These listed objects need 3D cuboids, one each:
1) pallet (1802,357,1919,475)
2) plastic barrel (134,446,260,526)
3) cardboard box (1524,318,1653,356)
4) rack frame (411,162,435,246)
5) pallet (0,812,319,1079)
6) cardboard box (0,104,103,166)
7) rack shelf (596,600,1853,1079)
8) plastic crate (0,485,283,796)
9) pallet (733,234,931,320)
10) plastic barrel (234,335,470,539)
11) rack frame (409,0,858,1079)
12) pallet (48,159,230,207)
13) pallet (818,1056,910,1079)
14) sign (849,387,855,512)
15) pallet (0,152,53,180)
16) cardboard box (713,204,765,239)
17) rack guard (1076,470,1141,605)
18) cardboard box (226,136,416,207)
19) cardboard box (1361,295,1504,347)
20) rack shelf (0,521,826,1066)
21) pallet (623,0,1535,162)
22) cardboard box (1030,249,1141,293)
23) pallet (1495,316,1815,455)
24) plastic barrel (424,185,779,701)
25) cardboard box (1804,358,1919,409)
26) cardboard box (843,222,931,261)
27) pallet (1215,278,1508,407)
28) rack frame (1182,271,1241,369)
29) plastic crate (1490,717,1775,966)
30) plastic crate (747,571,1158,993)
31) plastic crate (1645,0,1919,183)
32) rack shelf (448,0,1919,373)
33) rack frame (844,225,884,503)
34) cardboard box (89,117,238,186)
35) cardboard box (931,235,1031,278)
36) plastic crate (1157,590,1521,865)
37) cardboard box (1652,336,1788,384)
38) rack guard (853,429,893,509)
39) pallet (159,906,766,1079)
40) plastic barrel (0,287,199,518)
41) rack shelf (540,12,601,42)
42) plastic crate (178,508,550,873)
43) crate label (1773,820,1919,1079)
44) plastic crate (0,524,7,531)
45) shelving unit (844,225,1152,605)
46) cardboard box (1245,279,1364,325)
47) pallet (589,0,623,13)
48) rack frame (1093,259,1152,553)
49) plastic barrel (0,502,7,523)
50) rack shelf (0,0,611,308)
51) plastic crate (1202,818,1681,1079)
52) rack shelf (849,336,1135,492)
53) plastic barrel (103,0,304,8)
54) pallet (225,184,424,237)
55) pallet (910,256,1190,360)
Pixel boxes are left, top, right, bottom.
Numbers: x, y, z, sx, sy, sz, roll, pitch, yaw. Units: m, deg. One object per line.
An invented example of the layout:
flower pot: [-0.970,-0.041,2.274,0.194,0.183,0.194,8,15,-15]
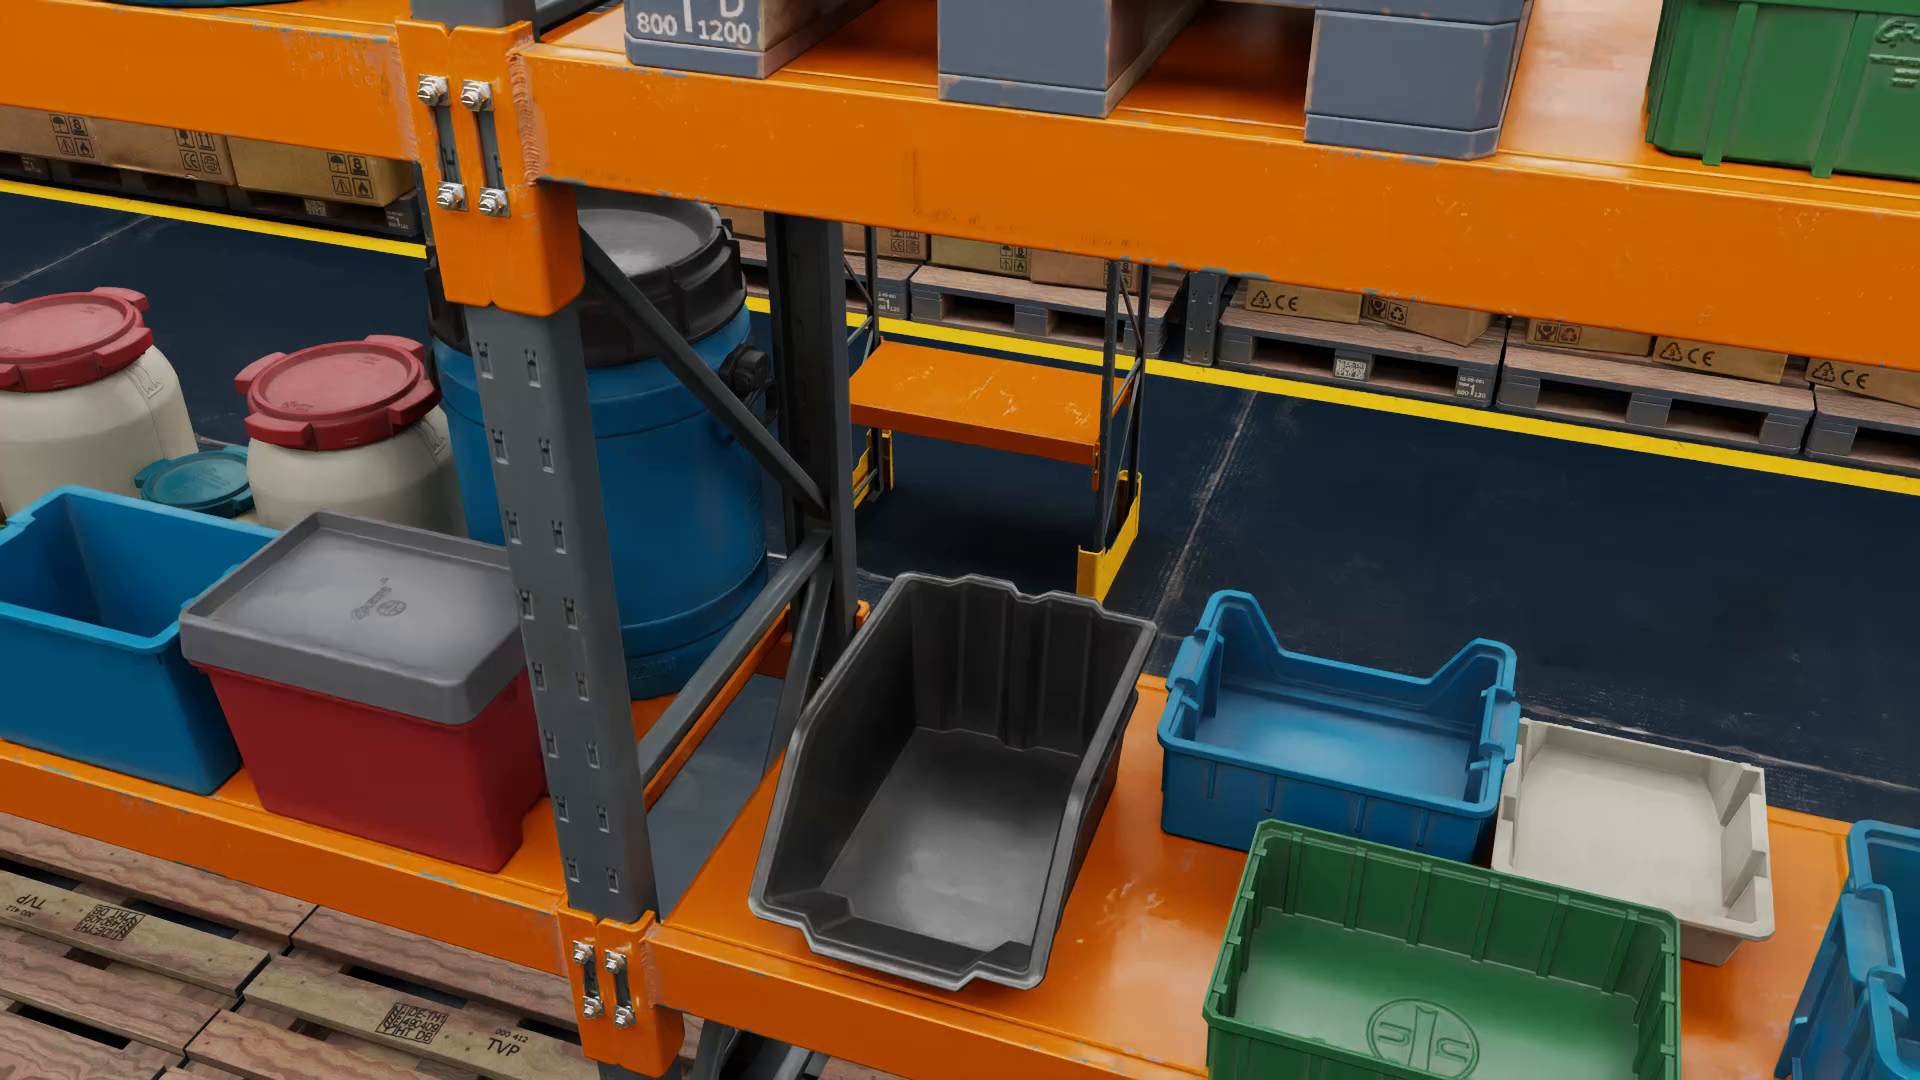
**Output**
pallet: [4.169,-0.571,6.939,1.213,0.211,1.003,11,34,16]
plastic barrel: [-1.637,-0.027,3.654,0.301,0.262,0.301,0,33,0]
cardboard box: [2.744,-1.152,7.186,0.500,0.500,0.500,8,34,12]
rack frame: [-2.538,-3.025,8.171,0.127,3.000,1.000,11,34,16]
pallet: [-2.348,1.061,4.412,1.213,0.211,1.003,11,34,16]
cardboard box: [-4.852,-2.771,9.348,0.875,0.875,1.225,10,34,15]
rack shelf: [1.440,0.904,2.748,4.000,0.370,1.077,11,34,16]
plastic crate: [-1.586,0.199,3.191,0.575,0.384,0.392,11,34,16]
pallet: [-0.658,-1.486,8.357,1.213,0.211,1.003,11,34,16]
plastic barrel: [-1.270,-0.109,3.527,0.433,0.535,0.433,0,33,0]
rack frame: [-0.443,0.236,3.120,0.127,3.000,1.000,11,34,16]
pallet: [-4.399,-2.261,9.557,1.213,0.211,1.003,11,34,16]
pallet: [0.175,1.551,3.653,1.213,0.211,1.003,11,34,16]
sign: [-0.247,-0.160,3.477,0.005,0.325,0.100,11,34,16]
pallet: [-5.551,-2.483,9.901,1.213,0.211,1.003,11,34,16]
cardboard box: [-0.838,-1.853,8.253,0.500,0.500,0.700,14,35,20]
rack guard: [0.541,0.000,6.019,0.087,0.250,0.587,11,34,16]
cardboard box: [-3.180,-2.446,8.845,0.875,0.875,1.225,9,34,14]
cardboard box: [2.133,-1.225,7.300,0.500,0.500,0.500,23,39,31]
rack shelf: [-2.326,0.172,3.882,4.000,0.370,1.077,11,34,16]
pallet: [0.269,-0.863,2.230,1.003,0.211,1.213,11,34,16]
cardboard box: [0.657,-1.552,7.787,0.500,0.500,0.700,8,34,13]
pallet: [3.024,-0.795,7.286,1.213,0.211,1.003,11,34,16]
plastic barrel: [-0.705,-0.200,3.333,0.708,0.901,0.600,11,34,16]
cardboard box: [3.837,-0.903,6.800,0.500,0.500,0.500,21,38,29]
cardboard box: [-0.312,-1.751,8.095,0.500,0.500,0.700,8,34,12]
pallet: [1.872,-1.017,7.631,1.213,0.211,1.003,11,34,16]
rack frame: [1.228,-2.293,7.037,0.127,3.000,1.000,11,34,16]
plastic crate: [1.171,0.514,2.931,0.437,0.136,0.530,11,34,16]
plastic crate: [0.007,0.422,2.888,0.504,0.338,0.767,11,34,16]
plastic crate: [0.950,-0.508,1.701,0.450,0.188,0.336,11,34,16]
rack shelf: [1.440,-0.356,1.934,4.000,0.370,1.077,11,34,16]
rack frame: [-0.398,-0.707,5.963,0.032,1.500,0.500,11,34,16]
cardboard box: [-4.017,-2.613,9.104,0.875,0.875,1.225,11,34,17]
cardboard box: [0.214,-1.648,7.937,0.500,0.500,0.700,11,34,16]
plastic crate: [0.690,0.362,3.061,0.616,0.251,0.499,11,34,16]
cardboard box: [3.254,-1.027,6.992,0.500,0.500,0.500,14,35,21]
rack guard: [-0.397,-0.182,6.302,0.087,0.250,0.587,11,34,16]
pallet: [-1.195,1.283,4.068,1.213,0.211,1.003,11,34,16]
plastic barrel: [-1.960,-0.243,3.735,0.433,0.535,0.433,0,33,0]
rack shelf: [-0.655,-2.357,7.799,4.000,0.370,1.077,11,34,16]
plastic crate: [-1.002,0.276,2.998,0.583,0.464,0.402,11,34,16]
crate label: [1.499,0.754,2.284,0.616,0.435,0.502,11,34,16]
plastic crate: [-2.178,0.150,3.448,0.662,0.188,0.450,11,34,16]
shelving unit: [0.072,-0.616,5.822,1.083,1.500,0.587,11,34,16]
cardboard box: [1.591,-1.326,7.456,0.500,0.500,0.500,10,34,15]
pallet: [-1.831,-2.869,8.105,1.003,0.211,1.213,11,34,16]
rack frame: [0.559,-0.521,5.675,0.032,1.500,0.500,11,34,16]
plastic barrel: [-2.368,-0.322,3.858,0.433,0.535,0.433,0,33,0]
rack shelf: [-2.326,-1.088,3.068,4.000,0.370,1.077,11,34,16]
plastic crate: [0.740,0.717,2.569,0.662,0.188,0.450,11,34,16]
rack shelf: [0.080,-0.463,5.917,1.000,0.185,0.538,11,34,16]
plastic barrel: [-0.995,-1.217,2.143,0.708,0.901,0.600,11,34,16]
pallet: [-3.254,-2.037,9.210,1.213,0.211,1.003,11,34,16]
pallet: [0.494,-1.264,8.013,1.213,0.211,1.003,11,34,16]
